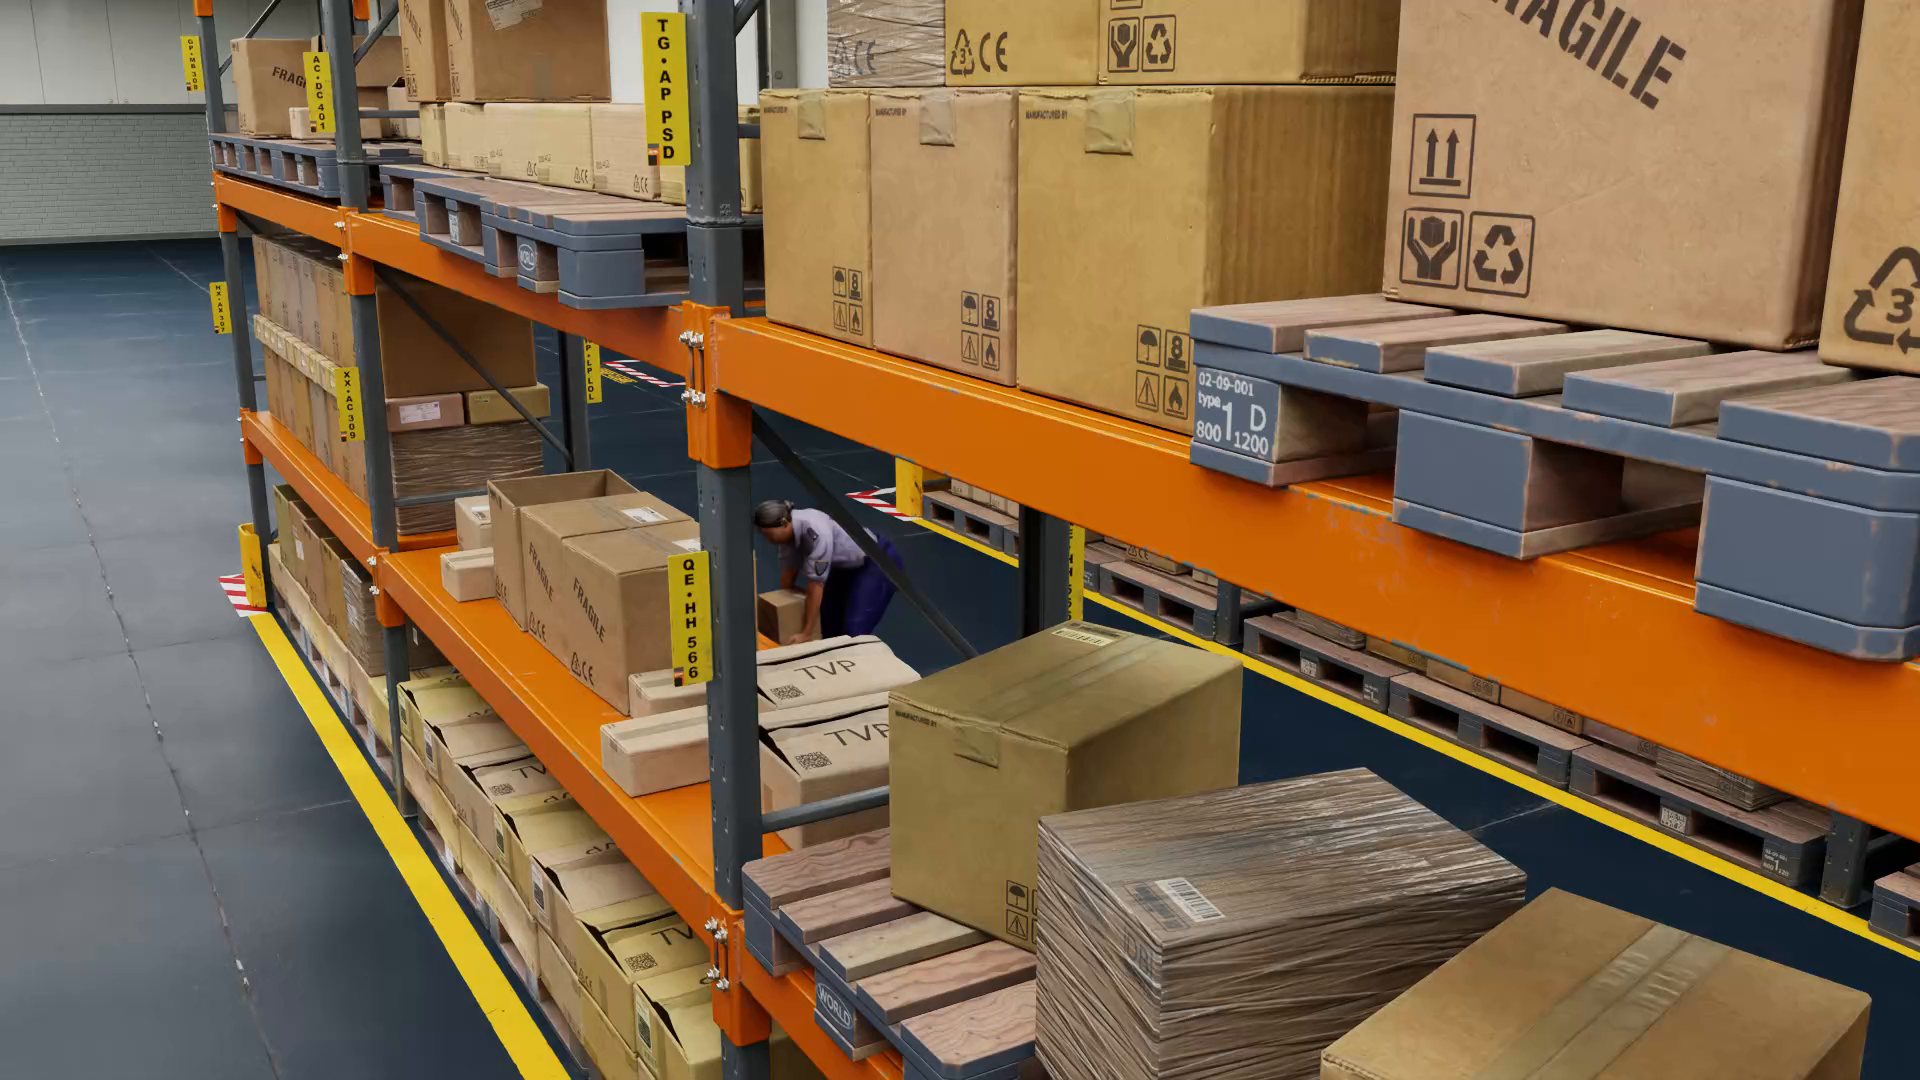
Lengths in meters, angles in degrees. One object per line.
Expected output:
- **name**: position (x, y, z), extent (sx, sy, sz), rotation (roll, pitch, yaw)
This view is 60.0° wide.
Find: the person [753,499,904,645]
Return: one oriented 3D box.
- **person**: position (-0.723, 0.346, 9.039), extent (0.844, 1.246, 0.475), rotation (-9, 18, -32)
